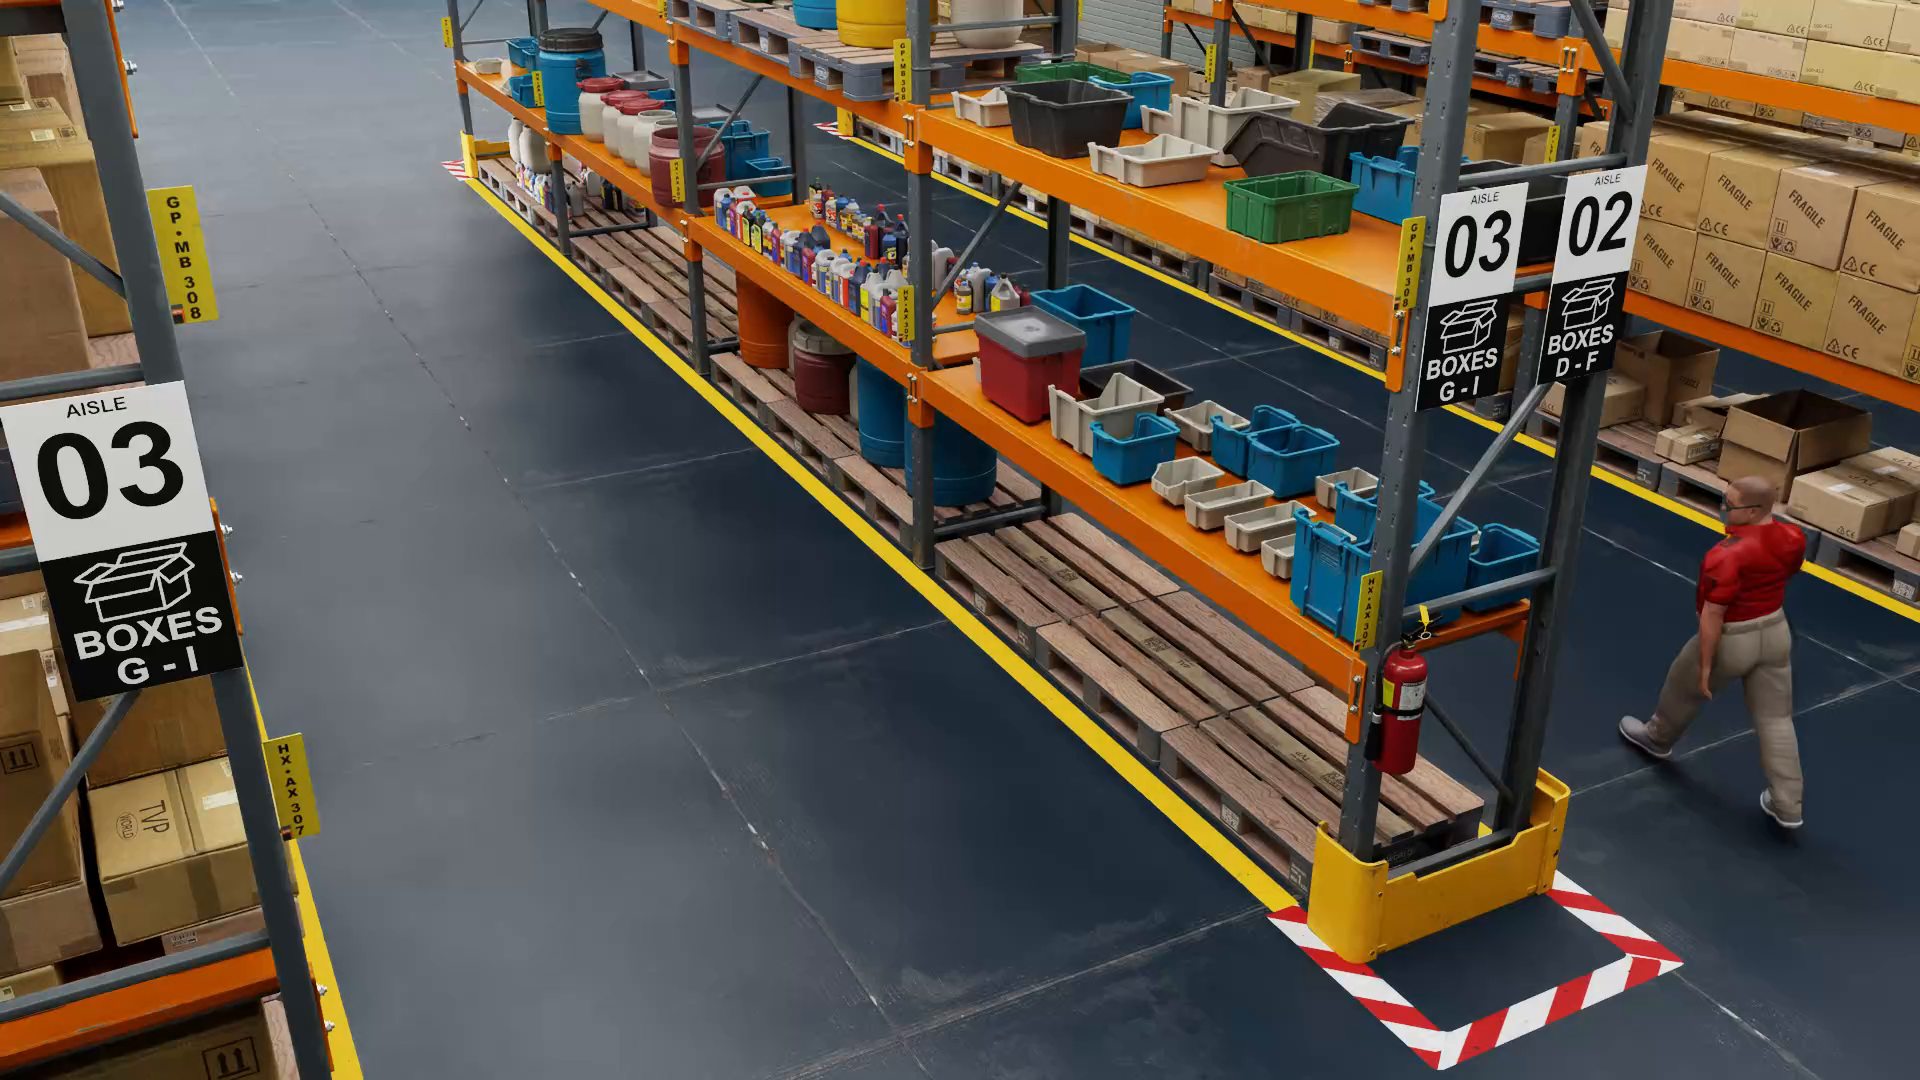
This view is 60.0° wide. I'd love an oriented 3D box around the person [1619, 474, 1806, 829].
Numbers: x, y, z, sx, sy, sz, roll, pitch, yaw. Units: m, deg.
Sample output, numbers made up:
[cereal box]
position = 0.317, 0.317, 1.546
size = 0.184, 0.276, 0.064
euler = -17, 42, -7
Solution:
[person]
position = 3.593, 0.425, 7.736
size = 0.642, 1.655, 1.073
euler = -6, 26, -12
